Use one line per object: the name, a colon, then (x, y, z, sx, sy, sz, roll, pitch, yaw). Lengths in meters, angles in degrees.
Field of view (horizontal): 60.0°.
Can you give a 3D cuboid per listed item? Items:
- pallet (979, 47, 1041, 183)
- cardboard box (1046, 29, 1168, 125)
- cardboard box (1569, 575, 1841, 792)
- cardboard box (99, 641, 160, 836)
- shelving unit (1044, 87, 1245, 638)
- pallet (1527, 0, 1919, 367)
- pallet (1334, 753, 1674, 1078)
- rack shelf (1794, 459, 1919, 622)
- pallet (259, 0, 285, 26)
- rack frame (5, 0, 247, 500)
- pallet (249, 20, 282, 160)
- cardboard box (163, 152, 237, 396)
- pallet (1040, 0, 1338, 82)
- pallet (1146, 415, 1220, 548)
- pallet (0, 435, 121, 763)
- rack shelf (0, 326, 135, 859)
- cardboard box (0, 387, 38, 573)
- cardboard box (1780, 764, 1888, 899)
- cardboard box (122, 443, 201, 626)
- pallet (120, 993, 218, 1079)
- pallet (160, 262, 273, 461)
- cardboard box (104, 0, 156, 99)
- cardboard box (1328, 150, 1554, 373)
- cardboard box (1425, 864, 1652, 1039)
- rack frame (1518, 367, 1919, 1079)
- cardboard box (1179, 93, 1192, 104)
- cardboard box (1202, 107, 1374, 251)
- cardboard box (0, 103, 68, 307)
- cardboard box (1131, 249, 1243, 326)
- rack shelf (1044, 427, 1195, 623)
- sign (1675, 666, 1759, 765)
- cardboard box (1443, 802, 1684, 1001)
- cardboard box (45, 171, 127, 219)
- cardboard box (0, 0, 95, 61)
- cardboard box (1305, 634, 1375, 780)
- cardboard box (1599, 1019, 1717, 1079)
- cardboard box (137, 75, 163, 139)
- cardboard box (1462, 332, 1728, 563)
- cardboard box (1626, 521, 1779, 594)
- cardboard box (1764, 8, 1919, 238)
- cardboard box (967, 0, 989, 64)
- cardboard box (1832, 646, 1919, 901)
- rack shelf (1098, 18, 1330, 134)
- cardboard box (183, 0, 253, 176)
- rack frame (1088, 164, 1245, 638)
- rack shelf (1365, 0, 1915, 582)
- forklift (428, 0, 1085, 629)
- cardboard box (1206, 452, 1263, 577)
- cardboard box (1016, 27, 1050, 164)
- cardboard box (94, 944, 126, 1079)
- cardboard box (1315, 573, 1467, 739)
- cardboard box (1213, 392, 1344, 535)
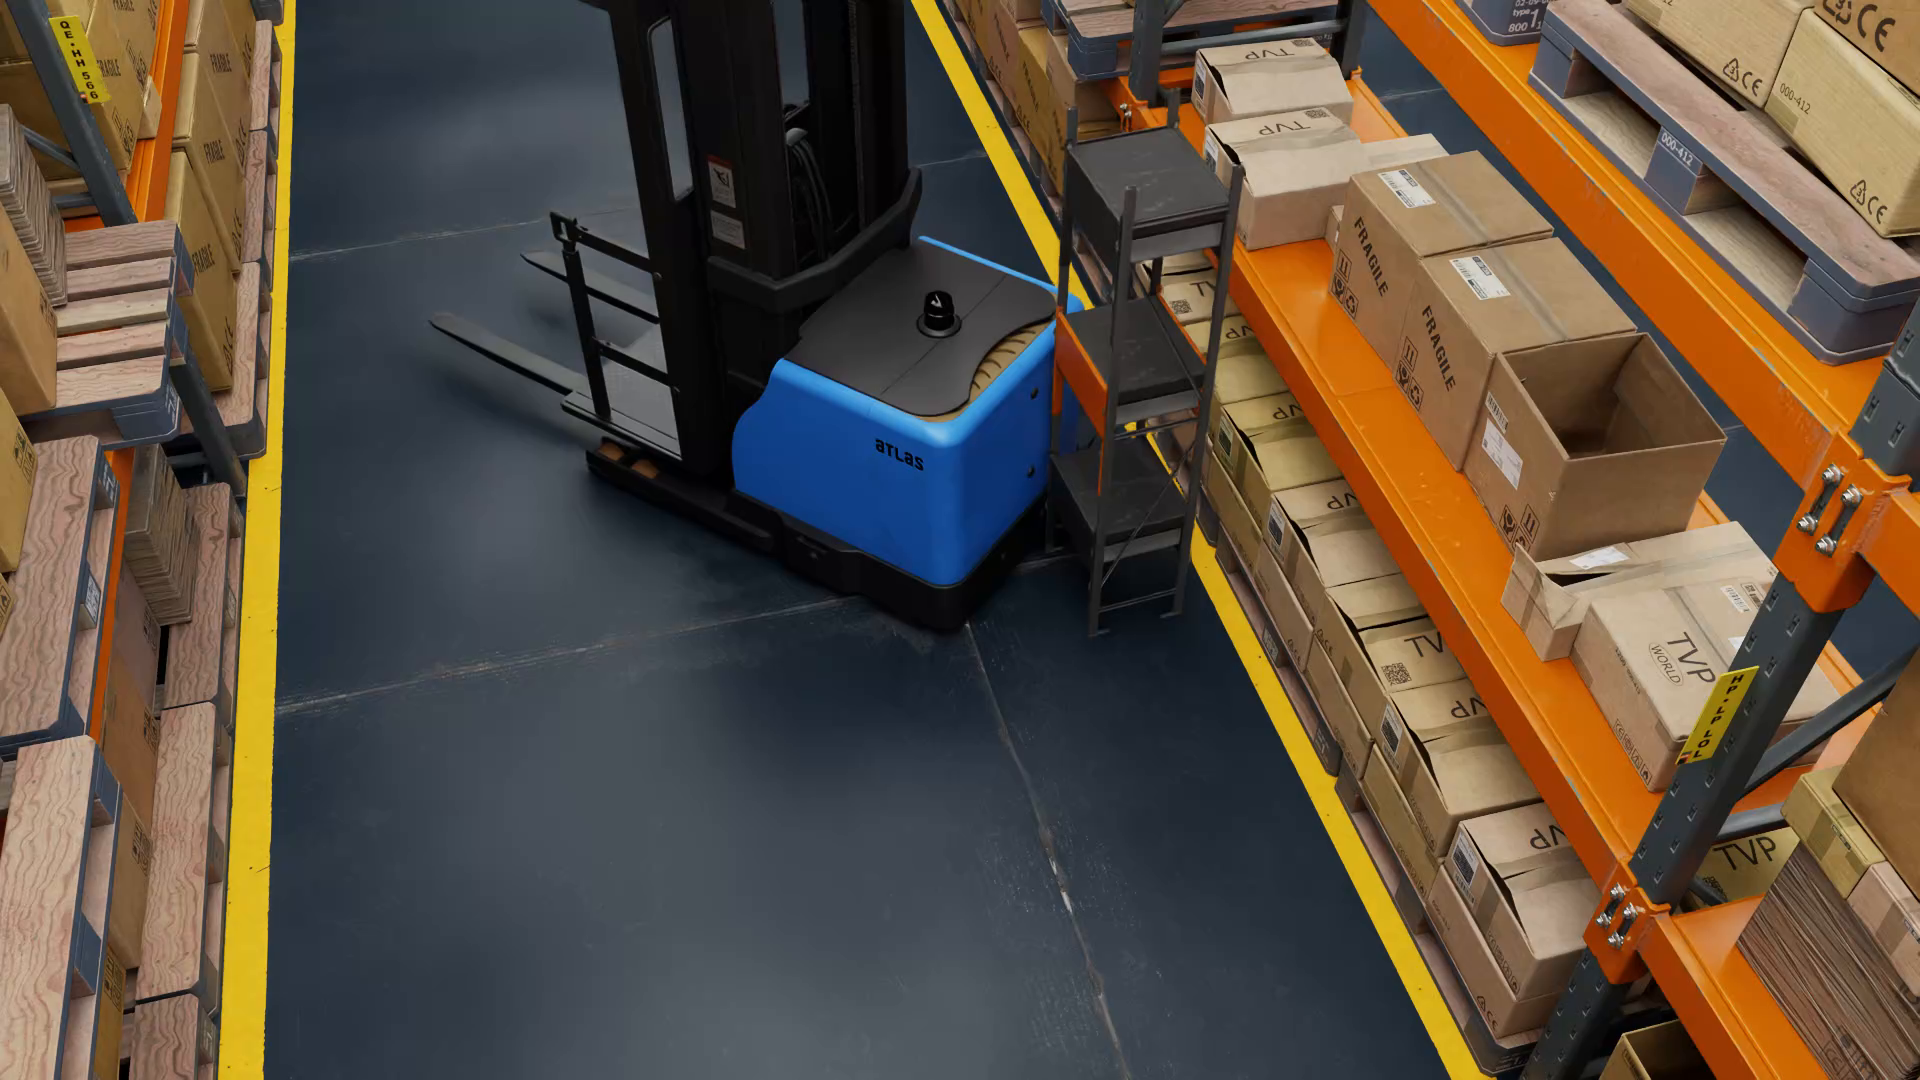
pallet: (0.744, -2.478, 9.281, 1.003, 0.211, 1.213, -11, 47, -10)
cardboard box: (0.723, -2.273, 8.045, 0.500, 0.250, 0.500, -9, 46, -9)
cardboard box: (2.063, 0.391, 4.622, 0.500, 0.250, 0.500, -8, 46, -8)
cardboard box: (-3.171, 0.741, 5.617, 0.700, 0.500, 0.500, -11, 47, -11)
shelving unit: (0.622, -0.559, 6.079, 0.431, 2.100, 0.503, -14, 47, -13)
pallet: (1.993, -0.919, 3.834, 0.805, 0.209, 1.217, -12, 47, -12)
pallet: (2.005, 1.145, 5.730, 1.003, 0.211, 1.213, -11, 47, -10)
rack shelf: (2.744, 1.254, 2.075, 1.077, 0.370, 4.000, -11, 47, -10)
pallet: (-4.723, -3.507, 10.290, 1.003, 0.211, 1.213, -11, 47, -10)
rack frame: (-3.580, -1.182, 6.059, 1.000, 3.000, 0.127, -11, 47, -10)
pallet: (-4.334, -2.449, 9.253, 1.003, 0.211, 1.213, -11, 47, -10)
cardboard box: (-3.641, -1.109, 7.198, 0.750, 0.750, 0.750, -11, 47, -11)
pallet: (0.966, -2.479, 7.464, 1.213, 0.211, 1.003, -11, 47, -10)
pallet: (1.381, -0.539, 7.381, 1.003, 0.211, 1.213, -11, 47, -10)
pallet: (-3.034, 0.244, 4.796, 1.003, 0.211, 1.213, -11, 47, -10)
rack shelf: (-3.068, 0.450, 4.963, 1.077, 0.370, 4.000, -11, 47, -10)
cardboard box: (-3.110, -0.193, 4.711, 0.700, 0.500, 0.500, -11, 47, -10)
cardboard box: (2.113, 0.630, 3.759, 0.380, 0.149, 0.250, -11, 47, -10)
cardboard box: (-3.345, 0.026, 6.317, 0.700, 0.500, 0.500, -10, 46, -10)
pallet: (-2.757, 2.018, 4.875, 1.003, 0.211, 1.213, -11, 47, -10)
pallet: (-3.709, -0.764, 7.602, 1.003, 0.211, 1.213, -11, 47, -10)
cardboard box: (-3.582, -2.074, 6.641, 0.500, 0.500, 0.500, -9, 46, -9)
cardboard box: (1.653, -0.970, 5.781, 0.500, 0.500, 0.500, -13, 47, -12)
cardboard box: (1.845, 1.253, 5.304, 0.500, 0.250, 0.500, -11, 47, -11)
rack frame: (2.232, 0.671, 4.243, 1.000, 3.000, 0.127, -11, 47, -10)
cardboard box: (1.228, -2.097, 8.397, 0.500, 0.500, 0.500, -12, 47, -12)
cardboard box: (1.249, -1.407, 6.341, 0.500, 0.311, 0.500, -11, 47, -11)
cardboard box: (-3.450, -1.049, 5.550, 0.700, 0.500, 0.500, -16, 48, -15)
cardboard box: (1.058, -1.056, 7.174, 0.500, 0.311, 0.500, -9, 46, -9)
rack shelf: (0.622, -0.060, 6.588, 0.431, 0.518, 0.480, -14, 47, -13)
sign: (1.710, 0.399, 3.754, 0.100, 0.325, 0.005, -11, 47, -10)
cardboard box: (1.851, 1.063, 5.097, 0.500, 0.311, 0.500, -11, 47, -10)
cardboard box: (-3.440, -1.371, 6.406, 0.380, 0.149, 0.250, -11, 47, -11)
cardboard box: (-3.454, -1.971, 6.015, 0.500, 0.250, 0.500, -10, 46, -9)
cardboard box: (1.586, 0.550, 5.992, 0.500, 0.250, 0.500, -10, 46, -9)
cardboard box: (2.048, 1.601, 4.437, 0.500, 0.500, 0.500, -11, 47, -10)
cardboard box: (-3.483, -1.746, 6.773, 0.380, 0.149, 0.250, -9, 46, -9)
cardboard box: (1.916, -0.261, 5.086, 0.500, 0.500, 0.500, -8, 46, -7)
cardboard box: (2.202, 0.110, 4.969, 0.380, 0.149, 0.250, -11, 47, -10)
cardboard box: (2.083, -0.901, 3.494, 0.500, 0.250, 0.500, -6, 46, -6)
cardboard box: (0.340, -3.040, 9.322, 0.500, 0.500, 0.500, -10, 46, -10)
cardboard box: (2.351, 0.487, 3.445, 0.700, 0.500, 0.500, -10, 47, -10)
rack shelf: (0.696, -3.220, 8.560, 1.077, 0.370, 4.000, -11, 47, -10)
cardboard box: (-4.082, -2.300, 8.366, 0.750, 0.750, 0.750, -9, 46, -9)
rack frame: (0.700, -0.394, 5.917, 0.400, 2.100, 0.015, -14, 47, -13)
rack shelf: (1.720, -1.508, 4.782, 1.077, 0.370, 4.000, -11, 47, -10)
forklift: (-1.013, -1.499, 6.418, 3.031, 2.935, 1.130, 25, 51, 23)
cardboard box: (1.326, -0.155, 6.684, 0.500, 0.250, 0.500, -12, 47, -11)
cardboard box: (0.609, -2.330, 8.626, 0.500, 0.500, 0.500, -12, 47, -12)
cardboard box: (-2.941, 1.447, 4.924, 0.700, 0.500, 0.500, -12, 47, -11)
cardboard box: (1.586, 0.360, 5.786, 0.500, 0.311, 0.500, -11, 47, -10)
cardboard box: (1.329, -0.343, 6.475, 0.500, 0.311, 0.500, -12, 47, -11)
